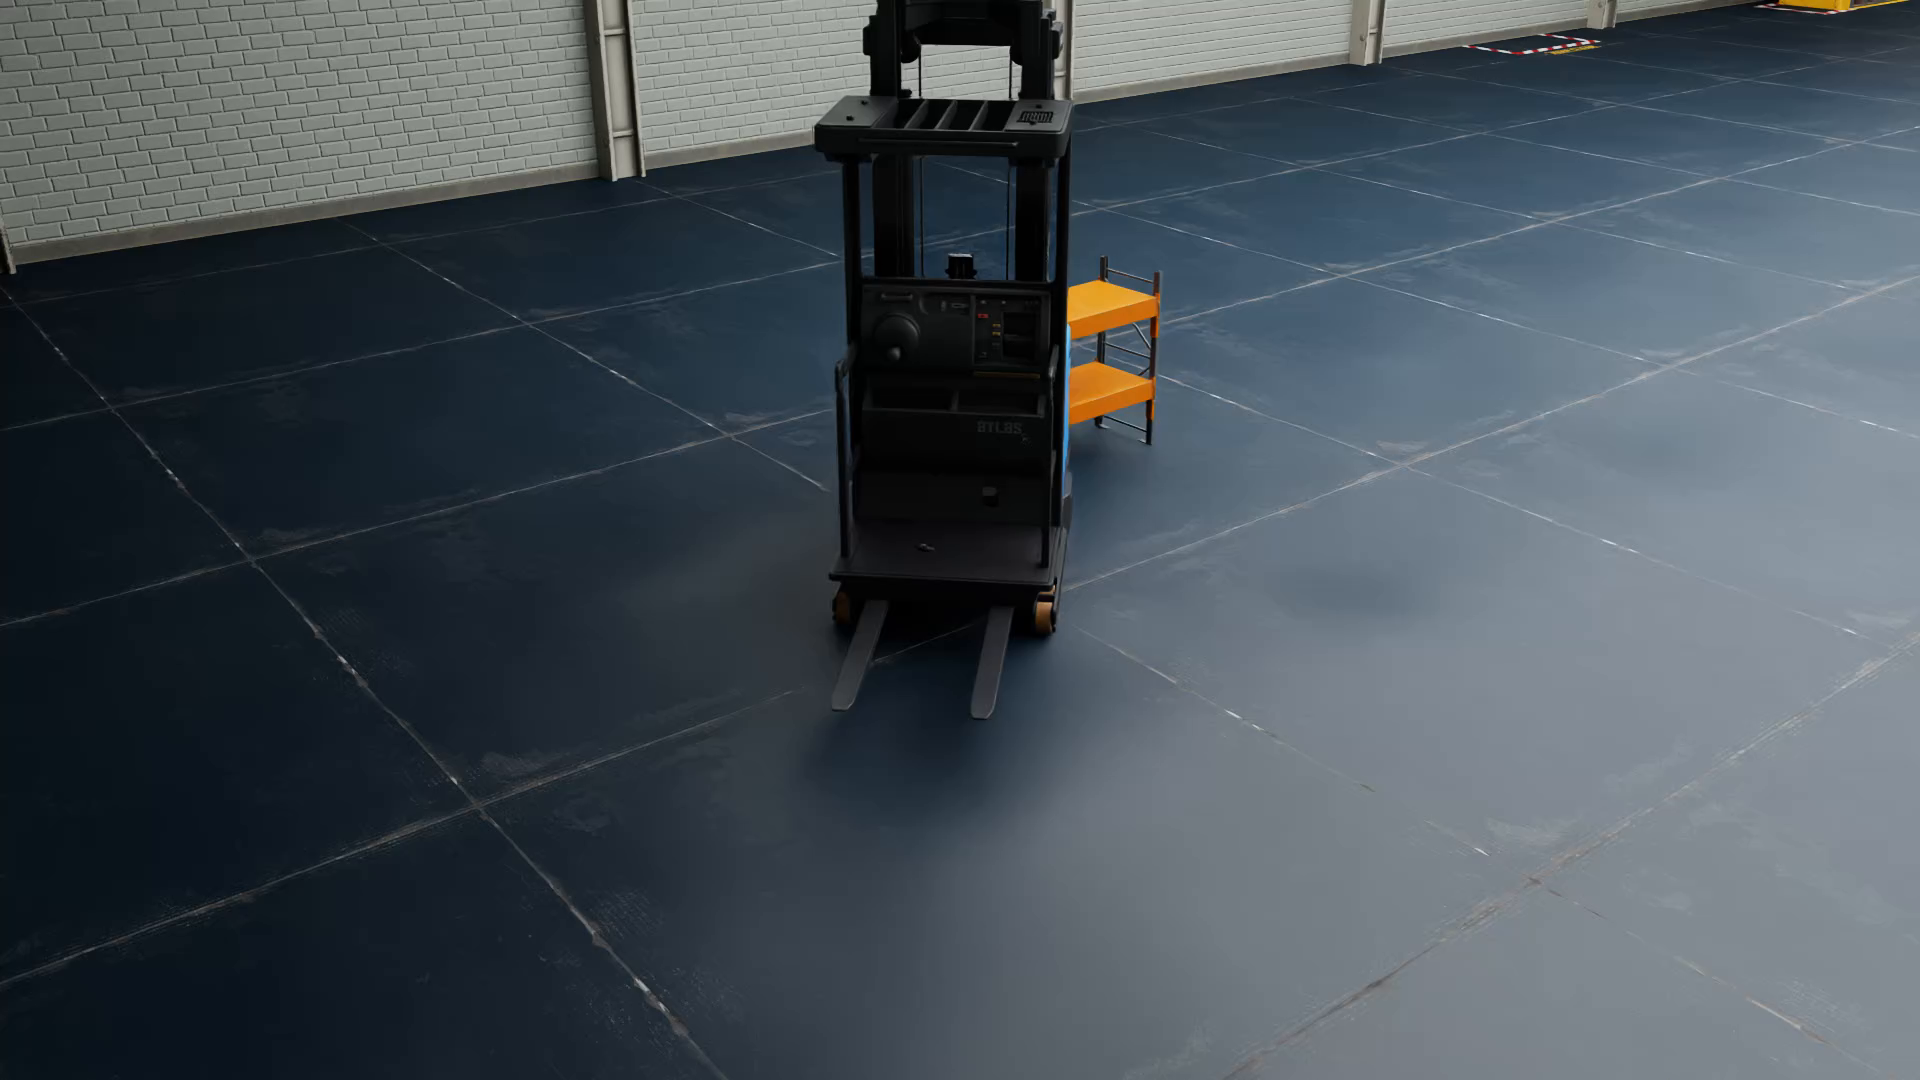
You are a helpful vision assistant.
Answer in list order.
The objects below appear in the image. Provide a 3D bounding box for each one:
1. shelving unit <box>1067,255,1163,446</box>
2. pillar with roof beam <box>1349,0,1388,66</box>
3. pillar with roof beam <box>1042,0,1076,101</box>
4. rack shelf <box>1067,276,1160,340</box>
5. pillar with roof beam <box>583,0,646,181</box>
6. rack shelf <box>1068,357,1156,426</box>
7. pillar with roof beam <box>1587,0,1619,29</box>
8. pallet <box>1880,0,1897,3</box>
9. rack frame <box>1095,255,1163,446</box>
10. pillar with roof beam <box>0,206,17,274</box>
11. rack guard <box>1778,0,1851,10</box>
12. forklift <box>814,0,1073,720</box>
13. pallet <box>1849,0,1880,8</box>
[{"bbox_3d":[0.672,-1.051,10.179,1.048,1.125,0.538,-20,32,-37],"label":"shelving unit"},{"bbox_3d":[8.547,-9.603,19.252,0.400,9.000,9.100,-18,31,-34],"label":"pillar with roof beam"},{"bbox_3d":[3.825,-8.044,15.894,0.400,9.000,9.100,-18,31,-34],"label":"pillar with roof beam"},{"bbox_3d":[0.672,-1.317,10.056,1.000,0.278,0.538,-20,32,-37],"label":"rack shelf"},{"bbox_3d":[-0.896,-6.486,12.535,0.400,9.000,9.100,-18,31,-34],"label":"pillar with roof beam"},{"bbox_3d":[0.672,-0.829,10.282,1.000,0.278,0.538,-20,32,-37],"label":"rack shelf"},{"bbox_3d":[13.268,-11.162,22.610,0.400,9.000,9.100,-18,31,-34],"label":"pillar with roof beam"},{"bbox_3d":[16.996,-10.226,31.033,1.213,0.211,1.003,-18,31,-34],"label":"pallet"},{"bbox_3d":[1.056,-1.192,10.481,0.032,1.125,0.500,-20,32,-37],"label":"rack frame"},{"bbox_3d":[-5.618,-4.927,9.177,0.400,9.000,9.100,-18,31,-34],"label":"pillar with roof beam"},{"bbox_3d":[15.376,-9.843,29.864,0.348,0.500,1.175,-18,31,-34],"label":"rack guard"},{"bbox_3d":[-0.045,-1.014,7.953,1.130,2.935,3.031,3,25,6],"label":"forklift"},{"bbox_3d":[16.037,-9.911,30.354,1.213,0.211,1.003,-18,31,-34],"label":"pallet"}]
